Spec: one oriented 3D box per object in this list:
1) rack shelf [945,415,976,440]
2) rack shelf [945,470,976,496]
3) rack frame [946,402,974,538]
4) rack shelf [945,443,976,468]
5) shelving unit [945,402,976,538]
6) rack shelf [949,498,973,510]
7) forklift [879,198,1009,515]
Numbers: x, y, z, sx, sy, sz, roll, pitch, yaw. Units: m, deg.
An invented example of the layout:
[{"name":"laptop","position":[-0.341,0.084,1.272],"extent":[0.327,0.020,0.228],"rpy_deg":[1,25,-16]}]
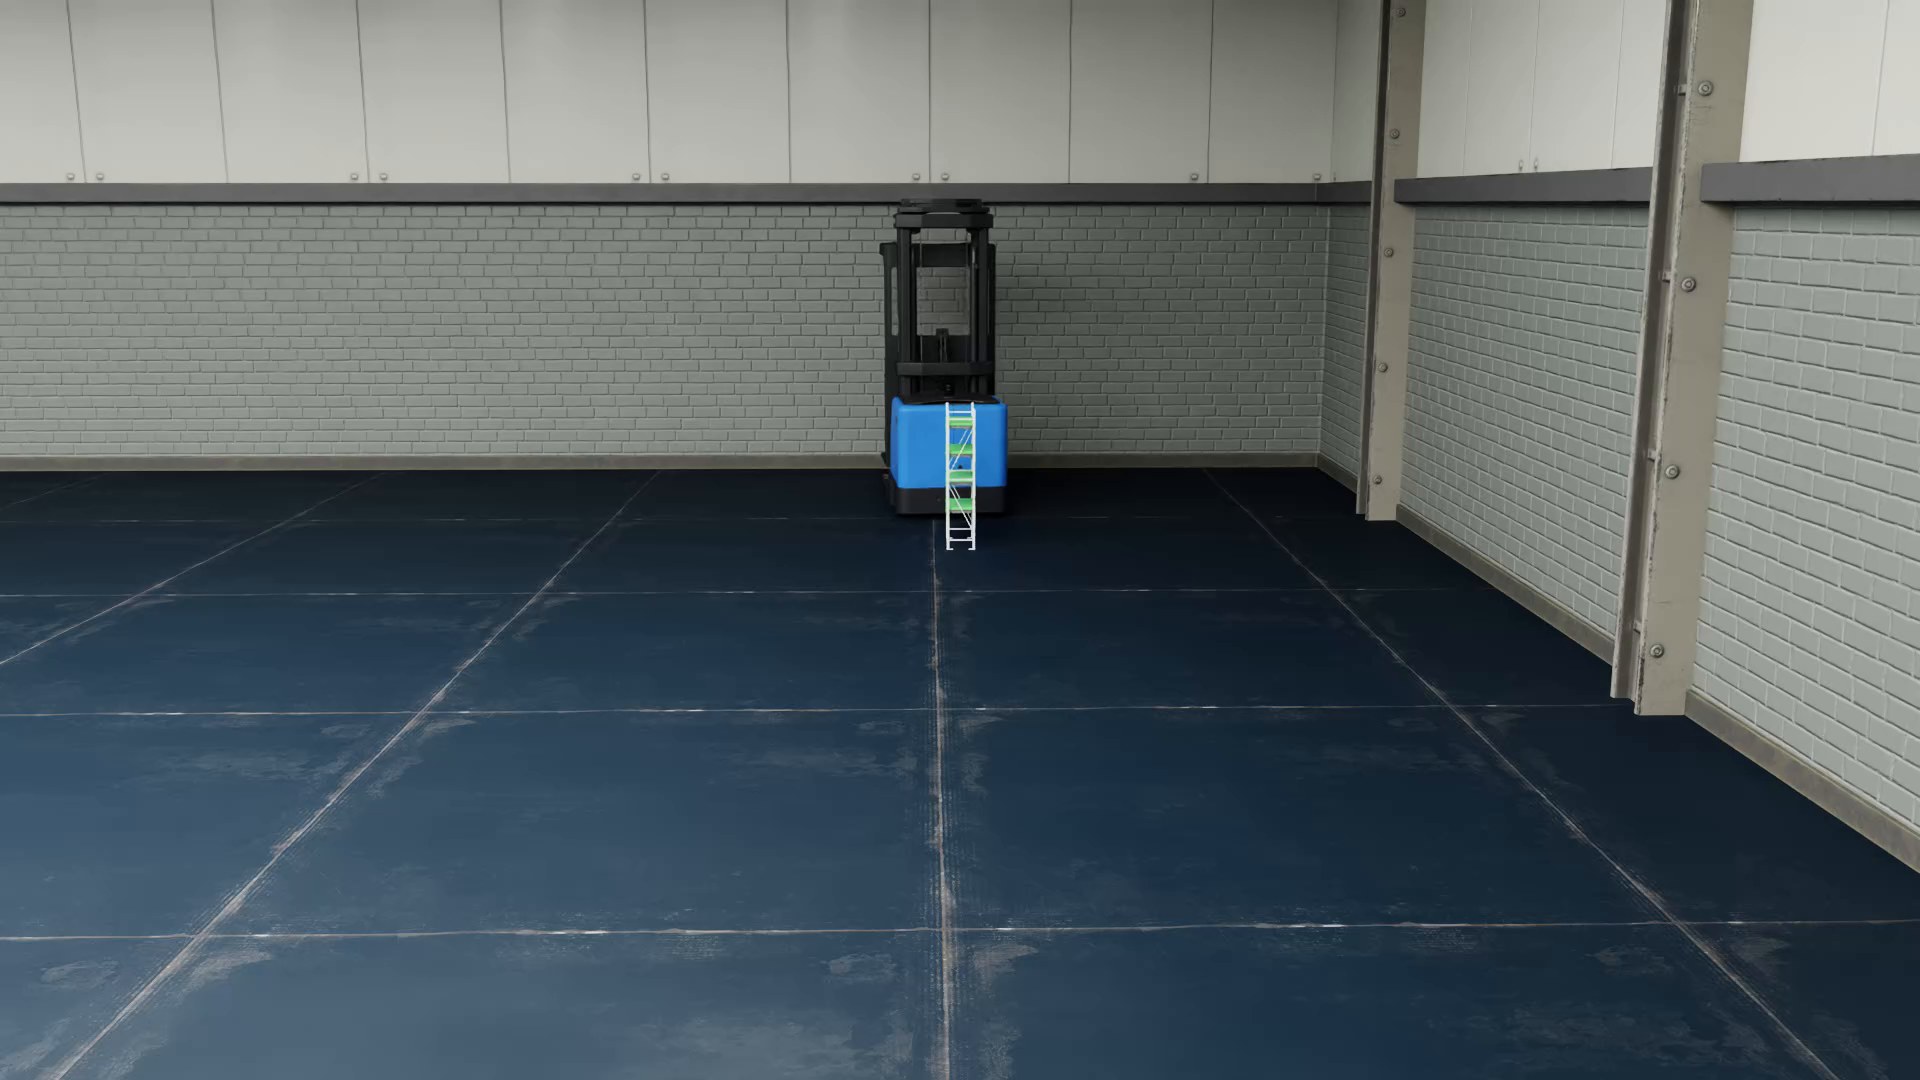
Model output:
[{"name":"rack shelf","position":[0.003,-0.963,14.195],"extent":[0.258,0.148,0.480],"rpy_deg":[0,11,-1]},{"name":"rack shelf","position":[0.003,-0.492,14.290],"extent":[0.258,0.148,0.480],"rpy_deg":[0,11,-1]},{"name":"rack frame","position":[-0.002,-0.604,14.517],"extent":[0.240,1.200,0.015],"rpy_deg":[0,11,-1]},{"name":"rack shelf","position":[0.003,-0.728,14.243],"extent":[0.258,0.148,0.480],"rpy_deg":[0,11,-1]},{"name":"shelving unit","position":[0.003,-0.556,14.283],"extent":[0.258,1.200,0.492],"rpy_deg":[0,11,-1]},{"name":"rack shelf","position":[0.003,-0.310,14.327],"extent":[0.221,0.021,0.457],"rpy_deg":[0,11,-1]},{"name":"forklift","position":[-0.225,-1.913,16.615],"extent":[1.130,2.935,3.031],"rpy_deg":[-1,12,-6]}]
